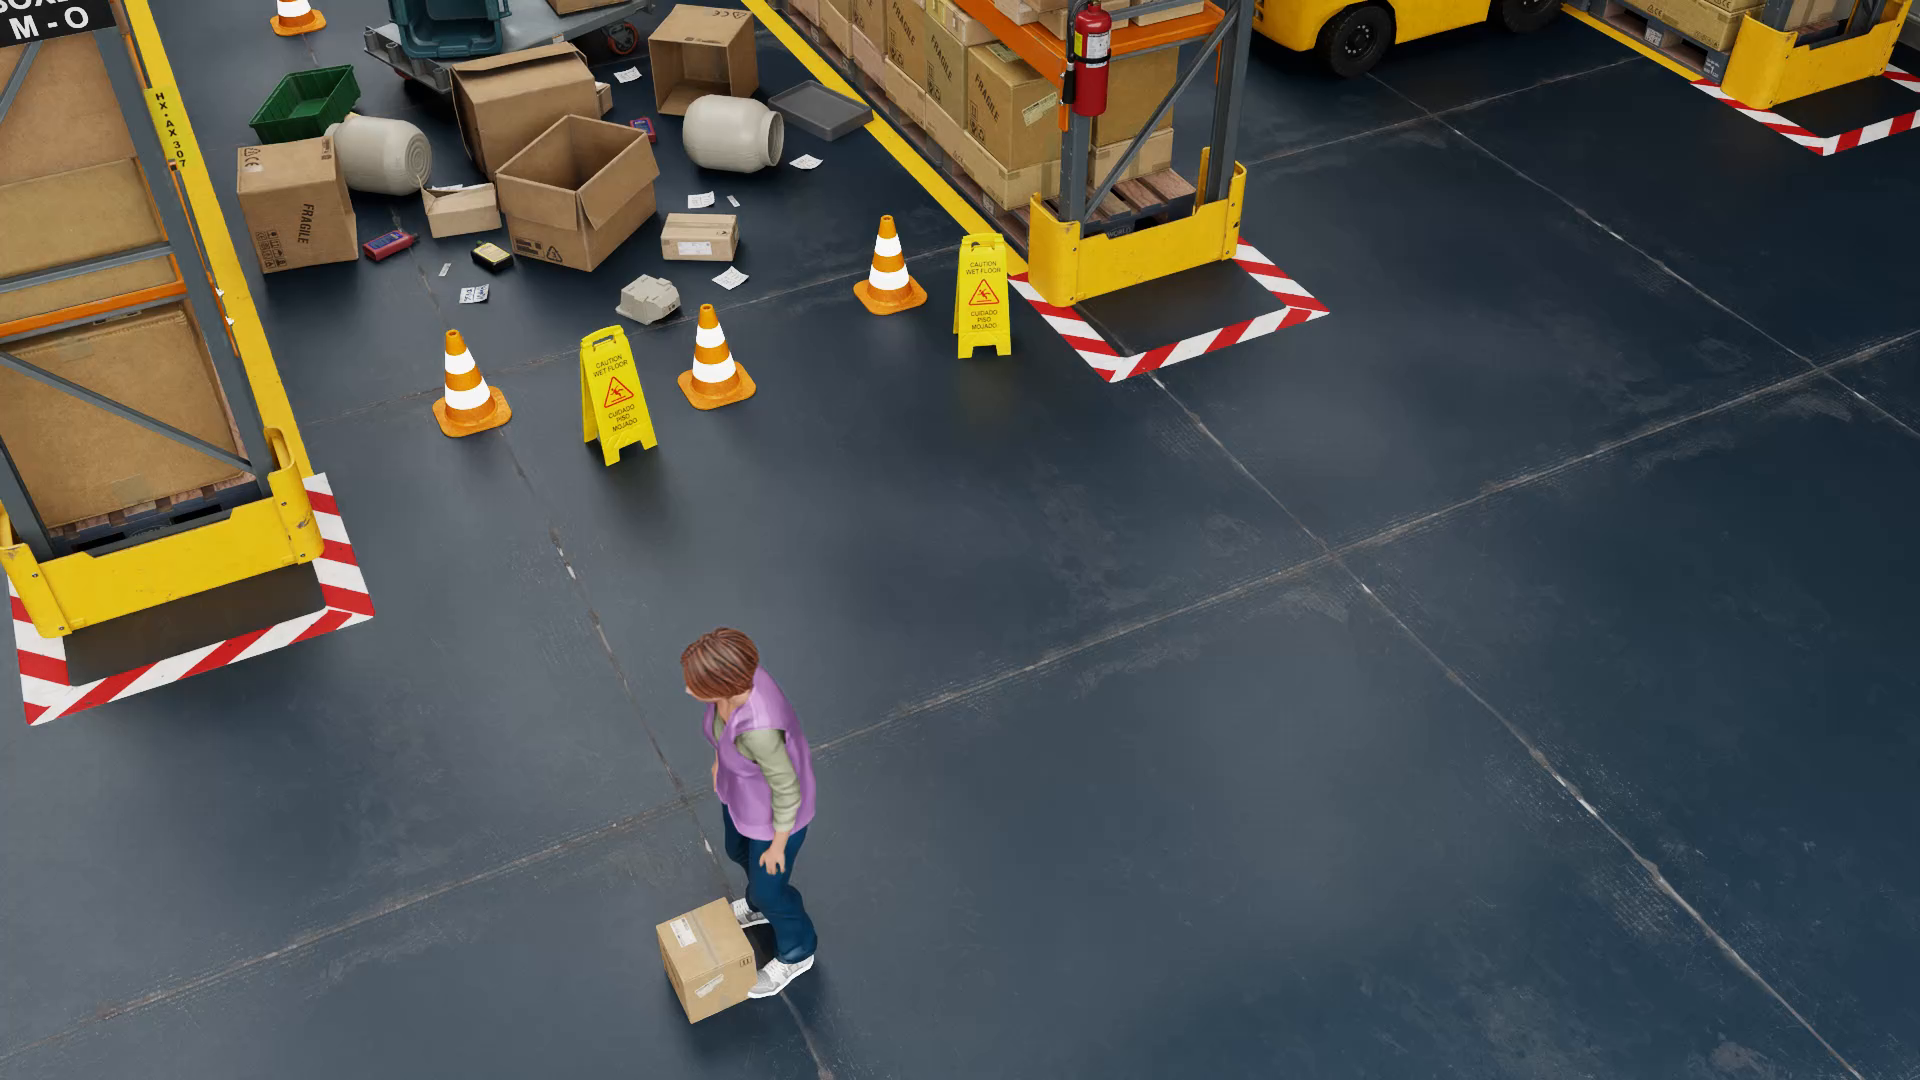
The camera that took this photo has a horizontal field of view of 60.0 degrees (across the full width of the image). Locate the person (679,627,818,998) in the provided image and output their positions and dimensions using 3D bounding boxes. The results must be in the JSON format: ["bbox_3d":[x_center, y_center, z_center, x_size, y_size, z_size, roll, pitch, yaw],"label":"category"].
[{"bbox_3d":[-0.640,0.836,5.236,0.349,1.590,0.473,-20,46,-21],"label":"person"}]
